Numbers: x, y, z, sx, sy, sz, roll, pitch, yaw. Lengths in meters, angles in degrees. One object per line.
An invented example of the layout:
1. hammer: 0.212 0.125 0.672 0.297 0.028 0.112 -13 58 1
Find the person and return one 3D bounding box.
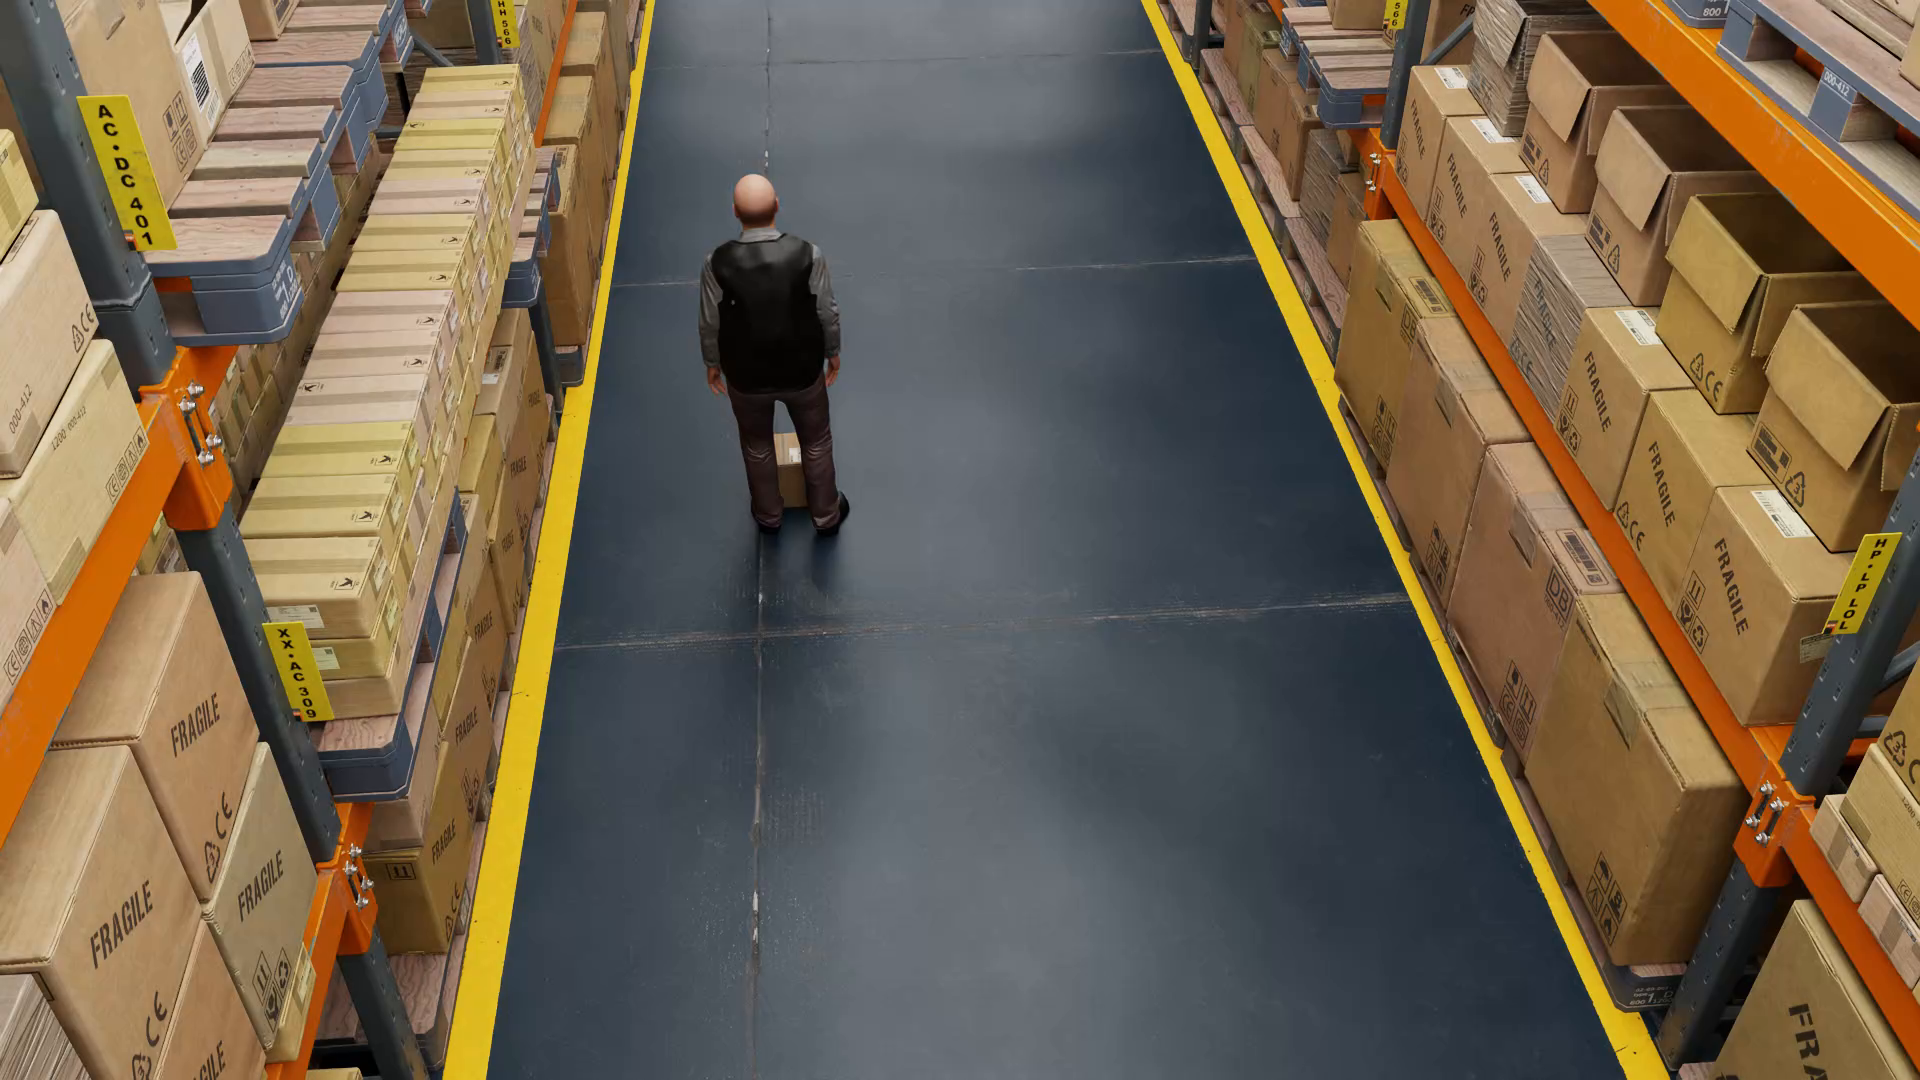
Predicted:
1. person: -0.795 -0.738 7.088 0.592 1.722 0.466 -5 39 -6
